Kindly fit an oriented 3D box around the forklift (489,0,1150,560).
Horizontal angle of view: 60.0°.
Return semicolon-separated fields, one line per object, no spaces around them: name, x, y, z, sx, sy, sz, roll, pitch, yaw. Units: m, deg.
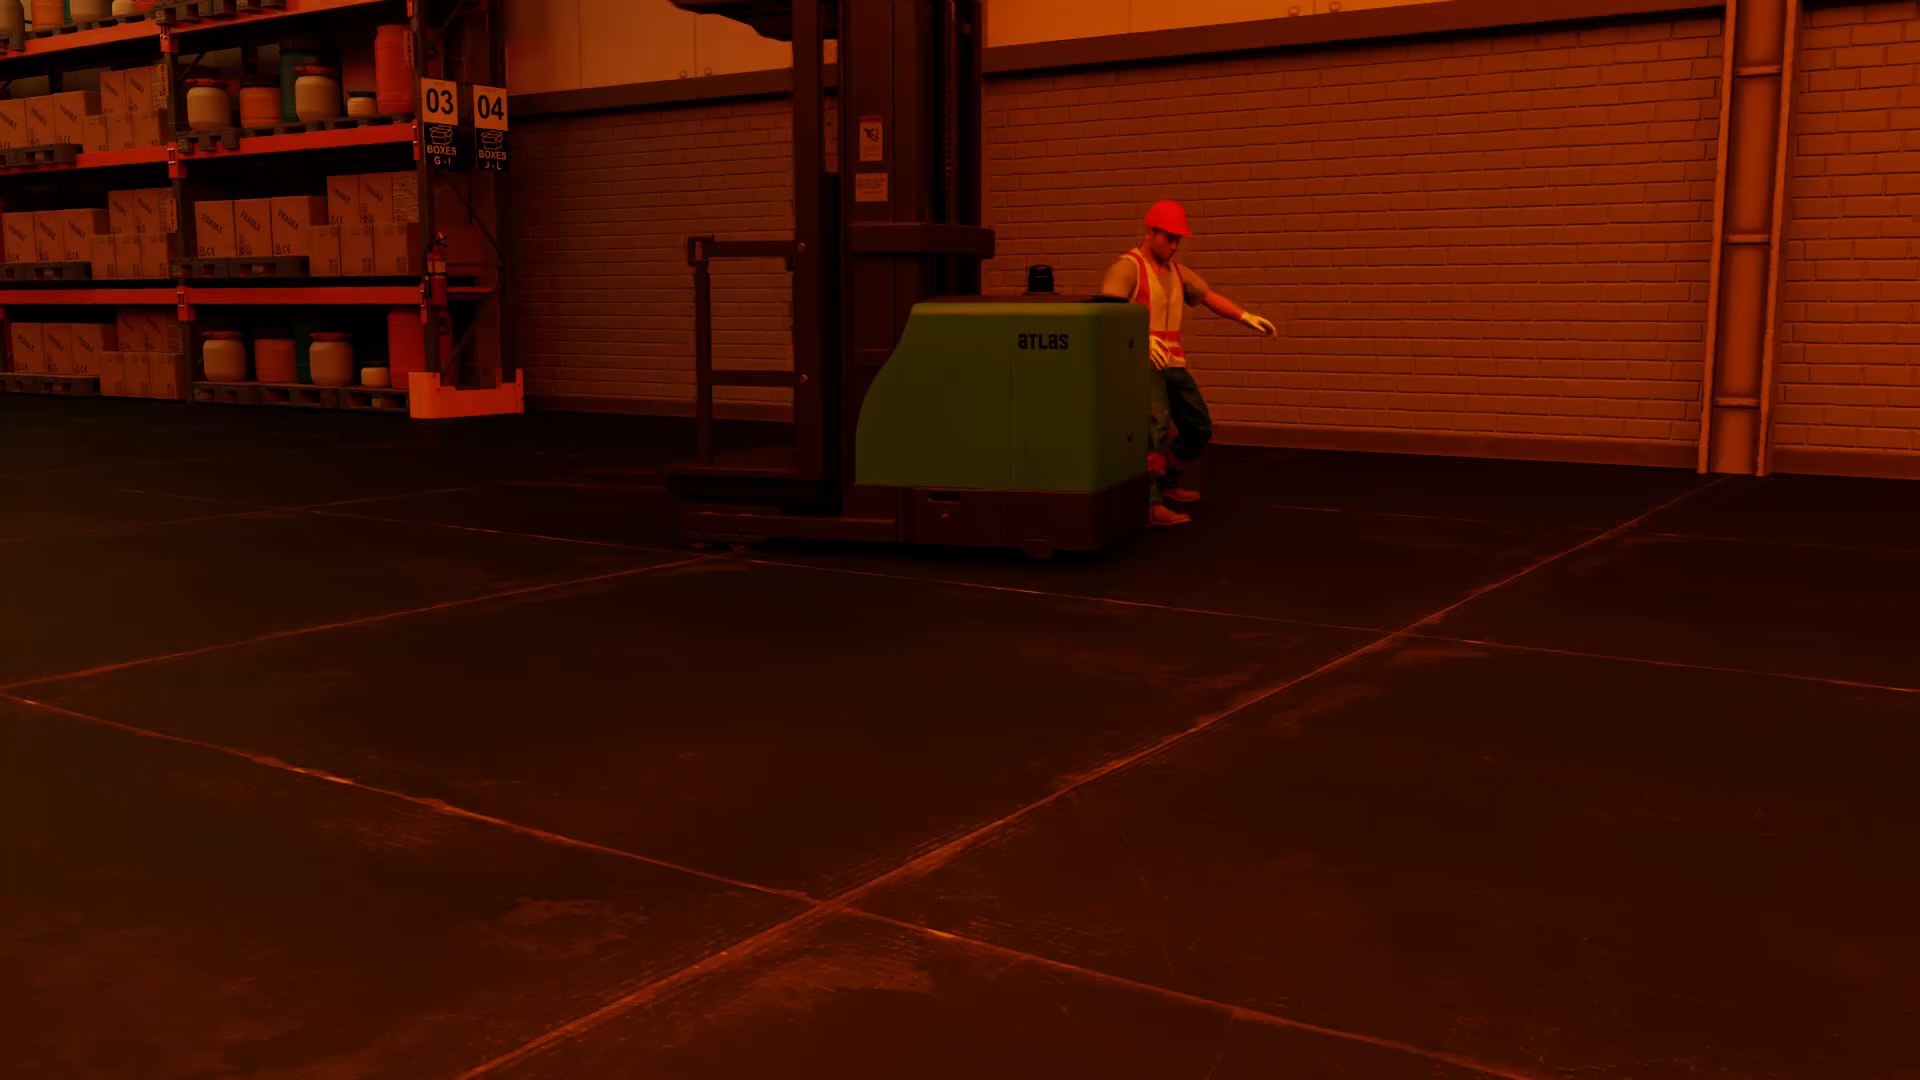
forklift;-0.702;-1.471;7.535;3.031;2.935;1.130;3;9;19

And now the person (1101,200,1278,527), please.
person;1.099;-0.907;8.394;1.129;1.586;1.018;-7;11;-42
